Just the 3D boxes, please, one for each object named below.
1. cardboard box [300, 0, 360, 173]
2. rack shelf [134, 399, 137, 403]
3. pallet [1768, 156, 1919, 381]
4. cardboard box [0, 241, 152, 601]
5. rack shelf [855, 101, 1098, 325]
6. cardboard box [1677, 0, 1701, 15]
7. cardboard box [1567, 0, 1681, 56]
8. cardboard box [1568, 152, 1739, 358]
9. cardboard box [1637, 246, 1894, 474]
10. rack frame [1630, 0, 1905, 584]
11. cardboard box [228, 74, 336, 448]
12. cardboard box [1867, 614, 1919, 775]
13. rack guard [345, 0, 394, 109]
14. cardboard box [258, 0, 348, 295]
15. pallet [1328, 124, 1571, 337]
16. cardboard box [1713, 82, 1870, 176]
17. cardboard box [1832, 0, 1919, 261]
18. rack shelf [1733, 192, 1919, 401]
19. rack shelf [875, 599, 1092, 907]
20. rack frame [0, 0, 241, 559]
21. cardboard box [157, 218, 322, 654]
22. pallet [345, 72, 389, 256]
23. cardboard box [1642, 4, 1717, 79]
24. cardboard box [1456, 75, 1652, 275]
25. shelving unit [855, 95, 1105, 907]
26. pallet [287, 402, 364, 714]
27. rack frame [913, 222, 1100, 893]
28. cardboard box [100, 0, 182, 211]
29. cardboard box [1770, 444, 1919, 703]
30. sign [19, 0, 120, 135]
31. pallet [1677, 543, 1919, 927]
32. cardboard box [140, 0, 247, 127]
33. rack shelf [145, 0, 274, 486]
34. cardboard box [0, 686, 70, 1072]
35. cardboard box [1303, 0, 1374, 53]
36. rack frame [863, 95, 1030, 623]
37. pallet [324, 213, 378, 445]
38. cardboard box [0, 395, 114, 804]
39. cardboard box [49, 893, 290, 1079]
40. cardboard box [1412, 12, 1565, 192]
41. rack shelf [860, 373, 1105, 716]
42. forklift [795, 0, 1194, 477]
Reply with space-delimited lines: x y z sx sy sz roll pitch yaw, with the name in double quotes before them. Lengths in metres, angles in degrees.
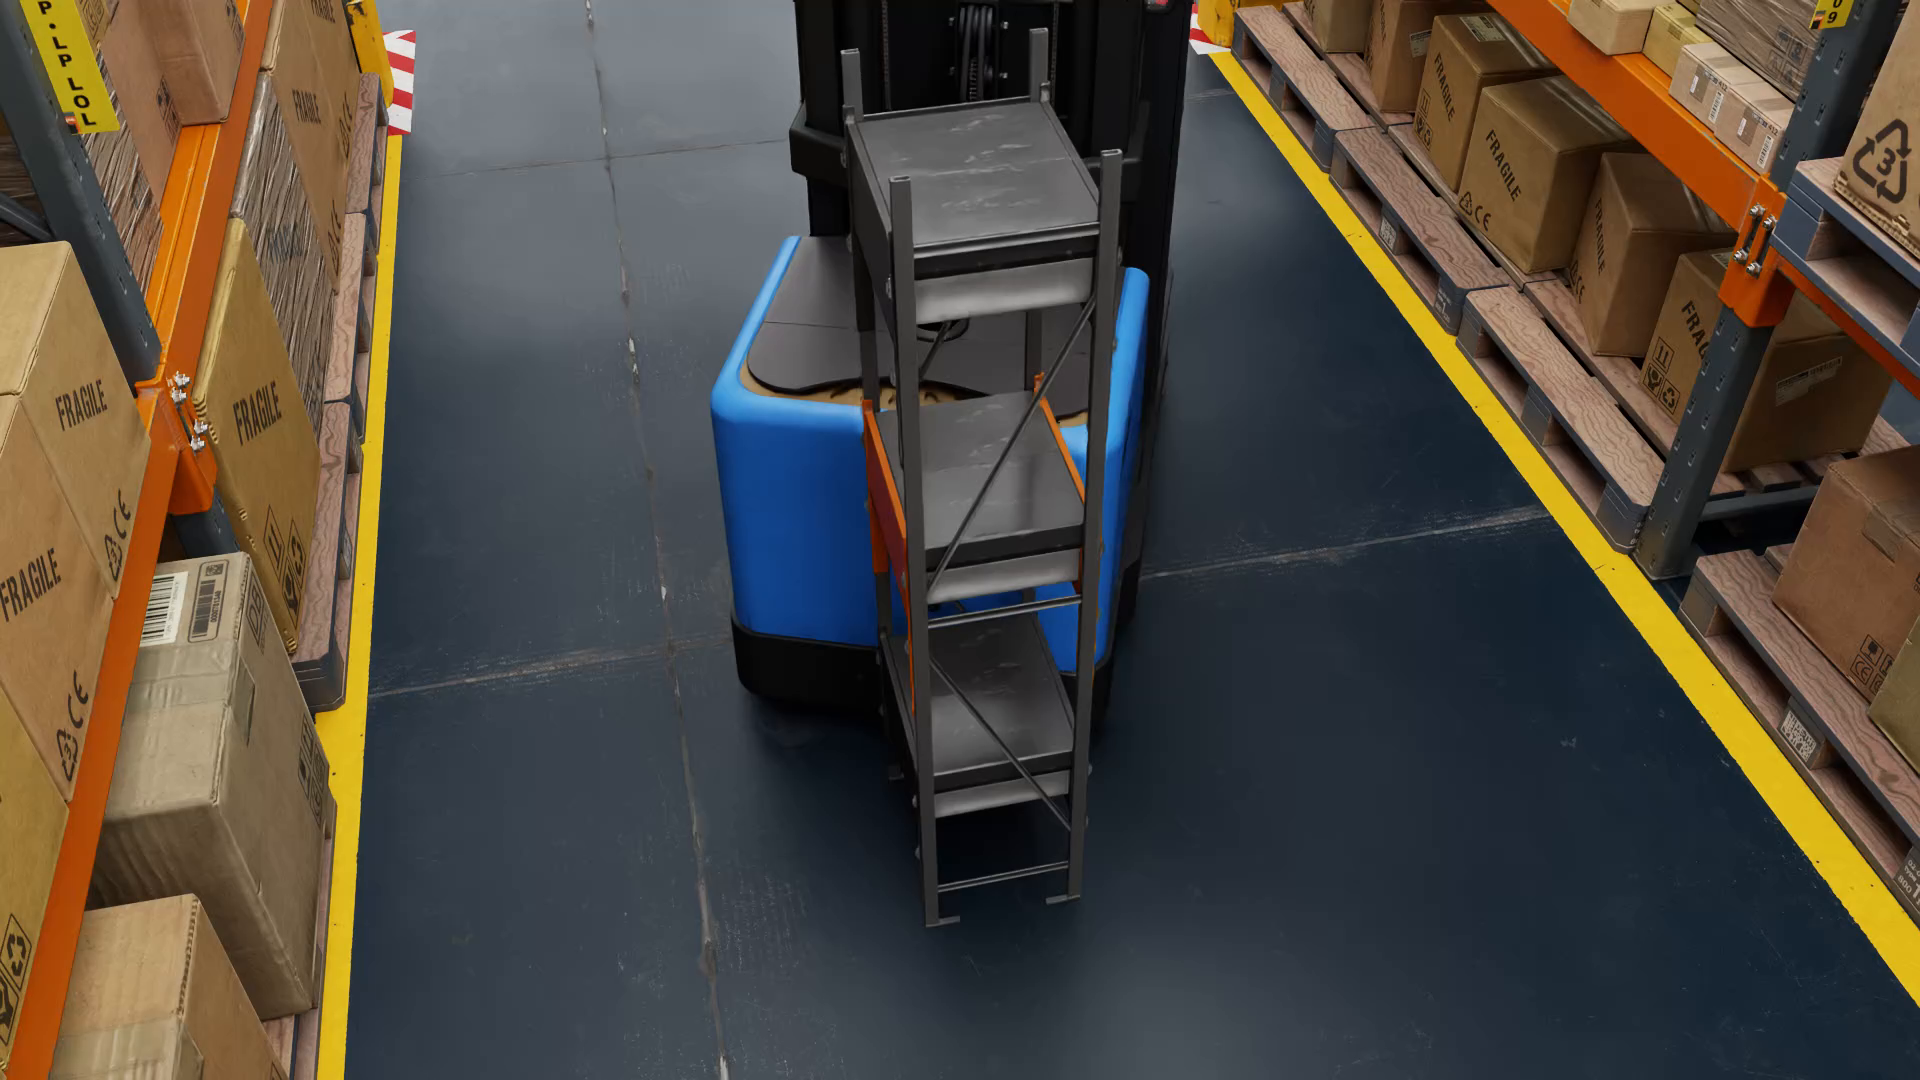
"cardboard box" -2.923 -1.981 6.506 0.875 0.875 0.875 -8 42 -9
"rack shelf" -1.839 1.037 2.217 0.919 0.124 3.809 -8 42 -9
"pallet" 2.617 -0.513 3.713 1.003 0.211 1.213 -8 42 -9
"cardboard box" -1.897 -0.193 3.133 0.500 0.500 0.500 -9 42 -10
"rack shelf" 0.029 -0.618 3.120 0.368 0.174 0.457 -9 42 -9
"cardboard box" 2.484 -1.879 4.808 0.875 0.500 0.500 -8 42 -9
"cardboard box" 2.058 -1.584 4.964 0.380 0.149 0.250 -8 42 -9
"cardboard box" 2.224 -2.451 6.008 1.144 2.239 2.984 4 42 4
"cardboard box" 2.547 -0.588 5.220 0.500 0.500 0.500 -10 42 -11
"rack frame" 2.594 -1.101 4.231 1.000 3.000 0.127 -8 42 -9
"cardboard box" -2.536 -0.820 5.198 0.875 0.875 0.875 -8 42 -9
"cardboard box" 2.790 0.382 4.111 0.700 0.500 0.500 -9 42 -10
"rack guard" -3.139 -2.129 7.272 1.175 0.500 0.348 -8 42 -9
"cardboard box" -2.731 -1.411 5.864 0.875 0.875 0.875 -9 42 -10
"pallet" 2.148 -1.281 6.534 1.003 0.211 1.213 -8 42 -9
"cardboard box" 2.261 -1.104 4.424 0.380 0.149 0.250 -8 42 -9
"cardboard box" 2.629 -0.947 3.289 1.000 1.000 1.000 -8 42 -9
"rack shelf" 3.026 0.465 3.009 1.077 0.370 4.000 -8 42 -9
"rack shelf" 0.051 0.528 4.143 0.431 0.518 0.480 -9 42 -9
"rack frame" -2.271 -0.456 3.504 1.000 3.000 0.127 -8 42 -9
"cardboard box" -2.338 -0.236 4.540 0.875 0.875 0.875 -8 42 -9
"pallet" -2.885 -1.498 6.779 1.003 0.211 1.213 -8 42 -9
"cardboard box" 2.221 -1.438 4.800 0.380 0.149 0.250 -8 42 -9
"cardboard box" 2.205 -1.349 6.077 0.500 0.500 0.500 -12 43 -13
"shelving unit" -5.568 -0.471 1.824 11.797 5.258 0.853 -9 42 -9
"pallet" -2.358 0.083 4.997 1.003 0.211 1.213 -8 42 -9
"rack frame" 0.092 0.154 3.490 0.380 1.831 0.006 -9 42 -9
"cardboard box" -2.503 -1.102 4.119 0.875 0.550 0.550 -8 42 -9
"cardboard box" 2.706 0.071 4.462 0.700 0.500 0.500 -11 43 -13
"sign" -1.743 -0.943 3.240 0.100 0.325 0.005 -8 42 -9
"pallet" 2.764 0.447 4.588 1.003 0.211 1.213 -8 42 -9
"cardboard box" -2.504 -1.469 4.533 0.875 0.550 0.550 -8 42 -9
"rack shelf" -2.702 -1.483 5.203 1.077 0.370 4.000 -8 42 -9
"cardboard box" -1.679 0.462 2.395 0.500 0.500 0.500 -8 42 -9
"cardboard box" 1.849 -2.509 7.383 0.500 0.500 0.500 -1 42 -1
"rack frame" -0.014 -0.162 3.846 0.380 1.831 0.006 -9 42 -9
"pallet" -2.625 -0.709 5.890 1.003 0.211 1.213 -8 42 -9
"cardboard box" -1.788 0.134 2.764 0.500 0.500 0.500 -9 42 -10
"cardboard box" -1.844 1.244 2.967 1.050 0.750 0.750 -8 42 -9
"cardboard box" 2.128 -1.718 6.492 0.500 0.500 0.500 -5 42 -5
"rack shelf" 0.041 0.006 3.677 0.431 0.518 0.480 -9 42 -9
"forklift" 0.135 -1.546 4.783 1.121 2.935 3.031 7 42 7
